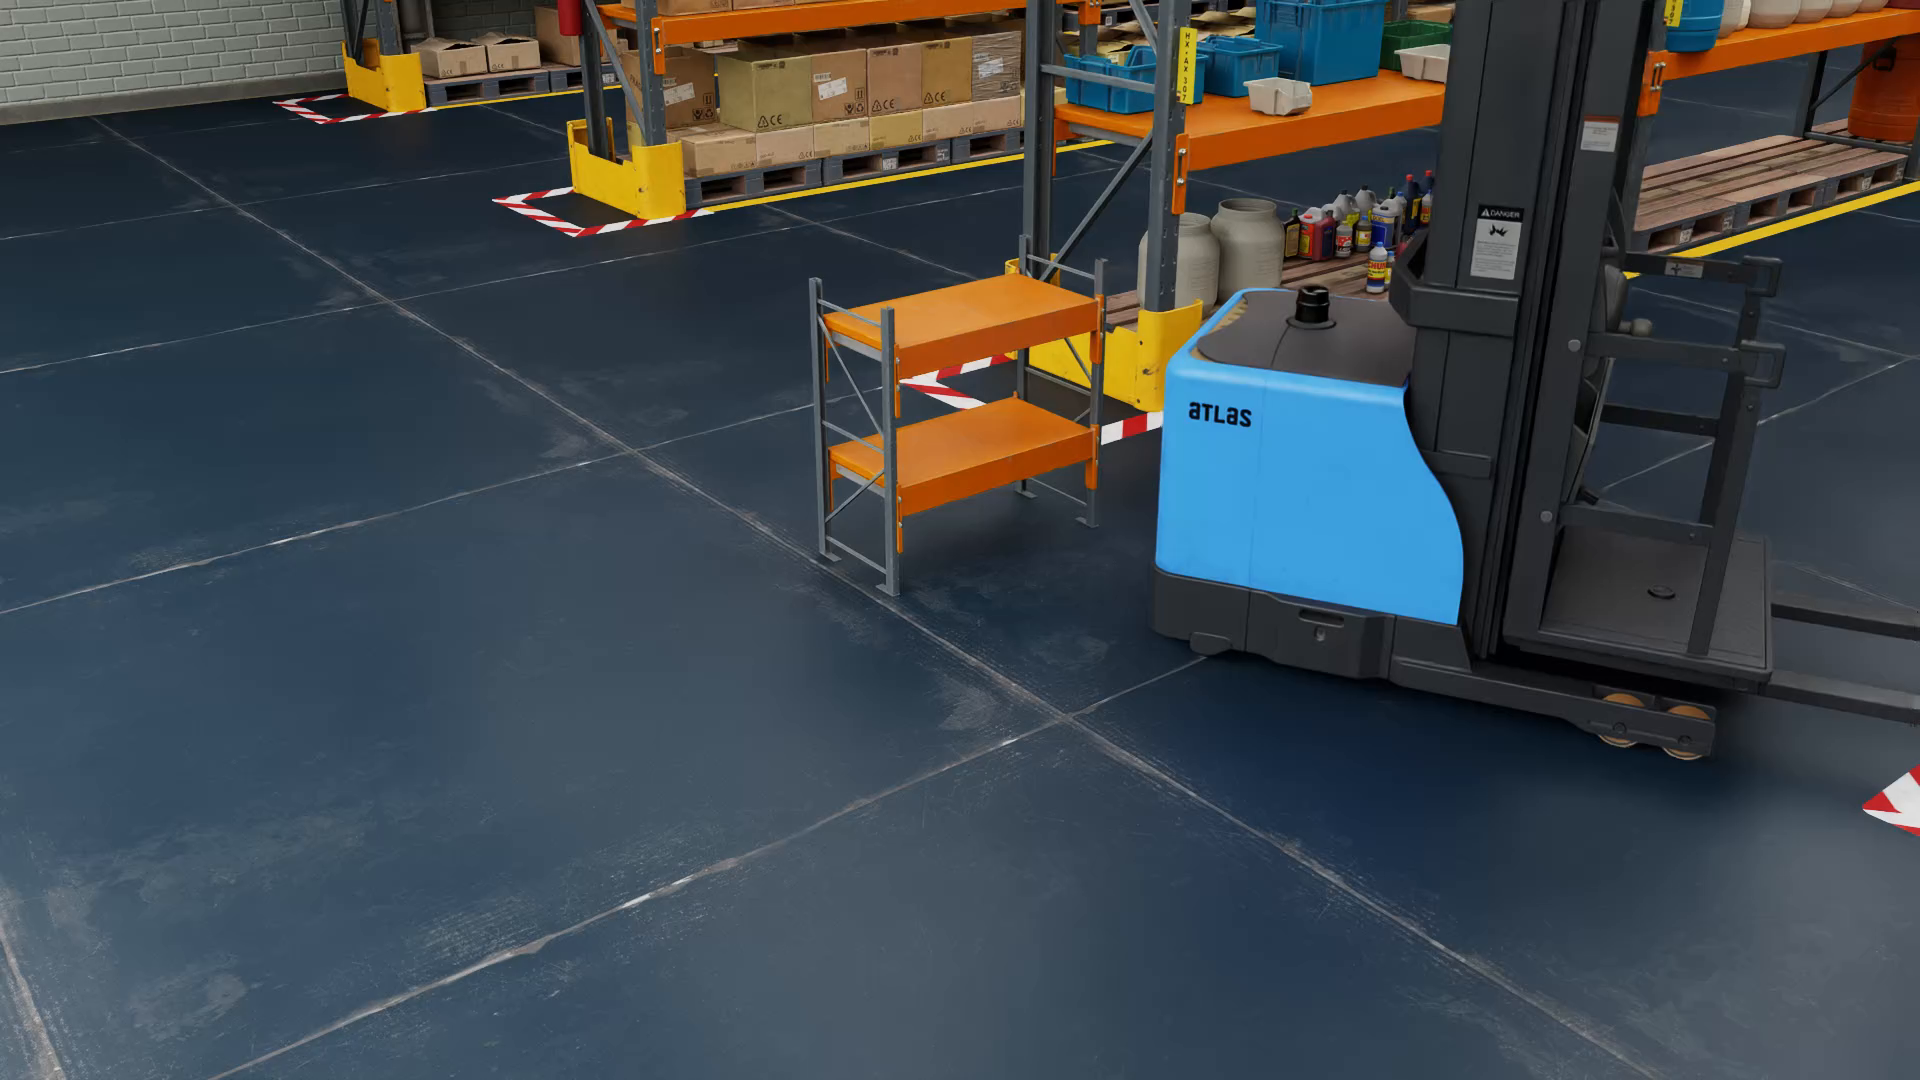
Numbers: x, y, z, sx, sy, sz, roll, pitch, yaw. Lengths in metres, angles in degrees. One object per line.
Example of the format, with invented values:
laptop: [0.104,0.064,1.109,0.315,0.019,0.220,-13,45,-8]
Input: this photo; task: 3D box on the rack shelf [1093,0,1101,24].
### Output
rack shelf: [2.343,-5.047,14.916,4.000,0.370,1.077,-18,31,-34]

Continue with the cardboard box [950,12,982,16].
cardboard box: [-0.154,-6.299,19.206,0.500,0.500,0.700,-18,31,-34]

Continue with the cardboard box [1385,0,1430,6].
cardboard box: [4.508,-5.279,17.009,0.500,0.500,0.500,-17,30,-32]

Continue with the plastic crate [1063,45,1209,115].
plastic crate: [0.884,-2.335,8.394,0.616,0.251,0.499,-18,31,-34]

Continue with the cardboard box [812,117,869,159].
cardboard box: [-1.034,-3.084,12.600,0.500,0.250,0.500,-18,31,-34]

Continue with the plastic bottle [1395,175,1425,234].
plastic bottle: [2.783,-2.089,10.311,0.185,0.351,0.144,-20,31,-36]

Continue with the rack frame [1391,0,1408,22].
rack frame: [3.917,-5.893,15.884,0.127,3.000,1.000,-18,31,-34]

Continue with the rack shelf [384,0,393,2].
rack shelf: [-3.864,-5.648,16.211,4.000,0.370,1.077,-18,31,-34]

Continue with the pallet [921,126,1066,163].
pallet: [0.118,-3.396,13.817,1.213,0.211,1.003,-18,31,-34]

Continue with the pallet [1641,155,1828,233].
pallet: [5.378,-2.483,11.849,1.213,0.211,1.003,-18,31,-34]

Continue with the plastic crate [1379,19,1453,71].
plastic crate: [2.580,-2.857,9.594,0.662,0.188,0.450,-18,31,-34]

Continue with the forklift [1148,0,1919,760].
forklift: [2.235,-0.890,5.185,3.031,2.935,1.130,10,27,21]

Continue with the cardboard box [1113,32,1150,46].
cardboard box: [1.645,-4.205,14.348,0.500,0.311,0.500,-19,31,-35]

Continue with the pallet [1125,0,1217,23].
pallet: [2.484,-6.763,21.072,1.213,0.211,1.003,-18,31,-34]

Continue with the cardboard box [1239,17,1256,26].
cardboard box: [2.853,-4.606,15.212,0.500,0.311,0.500,-18,31,-34]

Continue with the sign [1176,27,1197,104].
sign: [1.011,-2.115,7.415,0.005,0.325,0.100,-18,31,-34]

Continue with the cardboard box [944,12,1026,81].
cardboard box: [0.211,-4.120,13.942,0.500,0.500,0.500,-18,31,-34]

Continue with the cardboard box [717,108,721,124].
cardboard box: [-1.753,-3.129,12.696,0.500,0.250,0.500,-18,31,-34]

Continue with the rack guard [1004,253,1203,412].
rack guard: [0.706,-1.074,8.471,0.348,0.500,1.175,-18,31,-34]

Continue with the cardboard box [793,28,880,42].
cardboard box: [-0.968,-3.730,13.101,0.500,0.500,0.500,-18,31,-34]

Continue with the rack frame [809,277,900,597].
rack frame: [-0.395,-0.380,6.232,0.032,1.125,0.500,-18,31,-34]

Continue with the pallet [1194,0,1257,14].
pallet: [3.444,-7.082,21.758,1.213,0.211,1.003,-18,31,-34]

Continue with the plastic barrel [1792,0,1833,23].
plastic barrel: [5.629,-3.752,11.111,0.433,0.535,0.433,0,25,0]

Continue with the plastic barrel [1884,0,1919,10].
plastic barrel: [6.792,-4.092,11.842,0.708,0.536,0.600,-18,31,-34]

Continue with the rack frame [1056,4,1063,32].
rack frame: [0.857,-7.533,19.418,0.127,3.000,1.000,-18,31,-34]

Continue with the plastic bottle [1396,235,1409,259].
plastic bottle: [2.484,-1.561,9.254,0.133,0.283,0.061,-18,30,-33]

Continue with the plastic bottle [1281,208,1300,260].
plastic bottle: [1.931,-1.799,9.767,0.133,0.283,0.061,-17,30,-33]

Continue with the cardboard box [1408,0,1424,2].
cardboard box: [4.550,-5.635,16.886,0.500,0.250,0.500,-17,30,-32]

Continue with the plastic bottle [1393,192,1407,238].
plastic bottle: [2.690,-2.002,10.219,0.097,0.271,0.097,0,25,0]

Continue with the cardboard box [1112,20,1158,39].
cardboard box: [1.711,-4.518,15.022,0.500,0.311,0.500,-18,31,-34]

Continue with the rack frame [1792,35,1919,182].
rack frame: [6.971,-4.251,12.346,0.127,3.000,1.000,-18,31,-34]

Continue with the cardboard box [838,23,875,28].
cardboard box: [-1.346,-5.907,18.362,0.500,0.500,0.700,-19,31,-35]

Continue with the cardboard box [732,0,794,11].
cardboard box: [-1.593,-4.115,11.935,0.500,0.500,0.700,-17,30,-33]

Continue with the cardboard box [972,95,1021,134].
cardboard box: [0.140,-3.478,13.447,0.500,0.250,0.500,-18,31,-34]

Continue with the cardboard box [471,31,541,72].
cardboard box: [-4.389,-4.733,16.056,0.500,0.311,0.500,-15,29,-30]

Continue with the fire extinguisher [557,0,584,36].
fire extinguisher: [-2.758,-3.903,11.688,0.183,0.674,0.296,-18,31,-34]

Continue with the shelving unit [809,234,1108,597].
shelving unit: [0.005,-0.512,6.517,1.048,1.125,0.538,-18,31,-34]

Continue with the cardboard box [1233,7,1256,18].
cardboard box: [2.915,-4.913,15.873,0.500,0.311,0.500,-19,31,-35]

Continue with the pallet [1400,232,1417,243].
pallet: [3.269,-1.786,10.348,1.213,0.211,1.003,-18,31,-34]

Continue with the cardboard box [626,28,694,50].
cardboard box: [-3.082,-5.277,17.003,0.500,0.500,0.500,-21,32,-38]

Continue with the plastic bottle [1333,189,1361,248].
plastic bottle: [2.302,-1.930,9.969,0.185,0.351,0.144,-17,30,-32]

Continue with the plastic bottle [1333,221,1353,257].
plastic bottle: [2.266,-1.781,9.827,0.097,0.201,0.097,0,25,0]

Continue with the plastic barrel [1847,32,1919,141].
plastic barrel: [7.345,-3.590,13.001,0.708,0.830,0.600,-18,31,-34]

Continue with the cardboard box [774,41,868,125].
cardboard box: [-1.041,-3.428,12.451,0.500,0.500,0.500,-18,31,-34]

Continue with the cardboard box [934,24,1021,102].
cardboard box: [0.139,-3.818,13.291,0.500,0.500,0.500,-18,31,-34]

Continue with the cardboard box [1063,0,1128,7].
cardboard box: [1.517,-6.896,20.100,0.750,0.750,0.750,-19,31,-35]

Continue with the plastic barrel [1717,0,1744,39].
plastic barrel: [4.711,-3.449,10.458,0.433,0.535,0.433,0,25,0]
